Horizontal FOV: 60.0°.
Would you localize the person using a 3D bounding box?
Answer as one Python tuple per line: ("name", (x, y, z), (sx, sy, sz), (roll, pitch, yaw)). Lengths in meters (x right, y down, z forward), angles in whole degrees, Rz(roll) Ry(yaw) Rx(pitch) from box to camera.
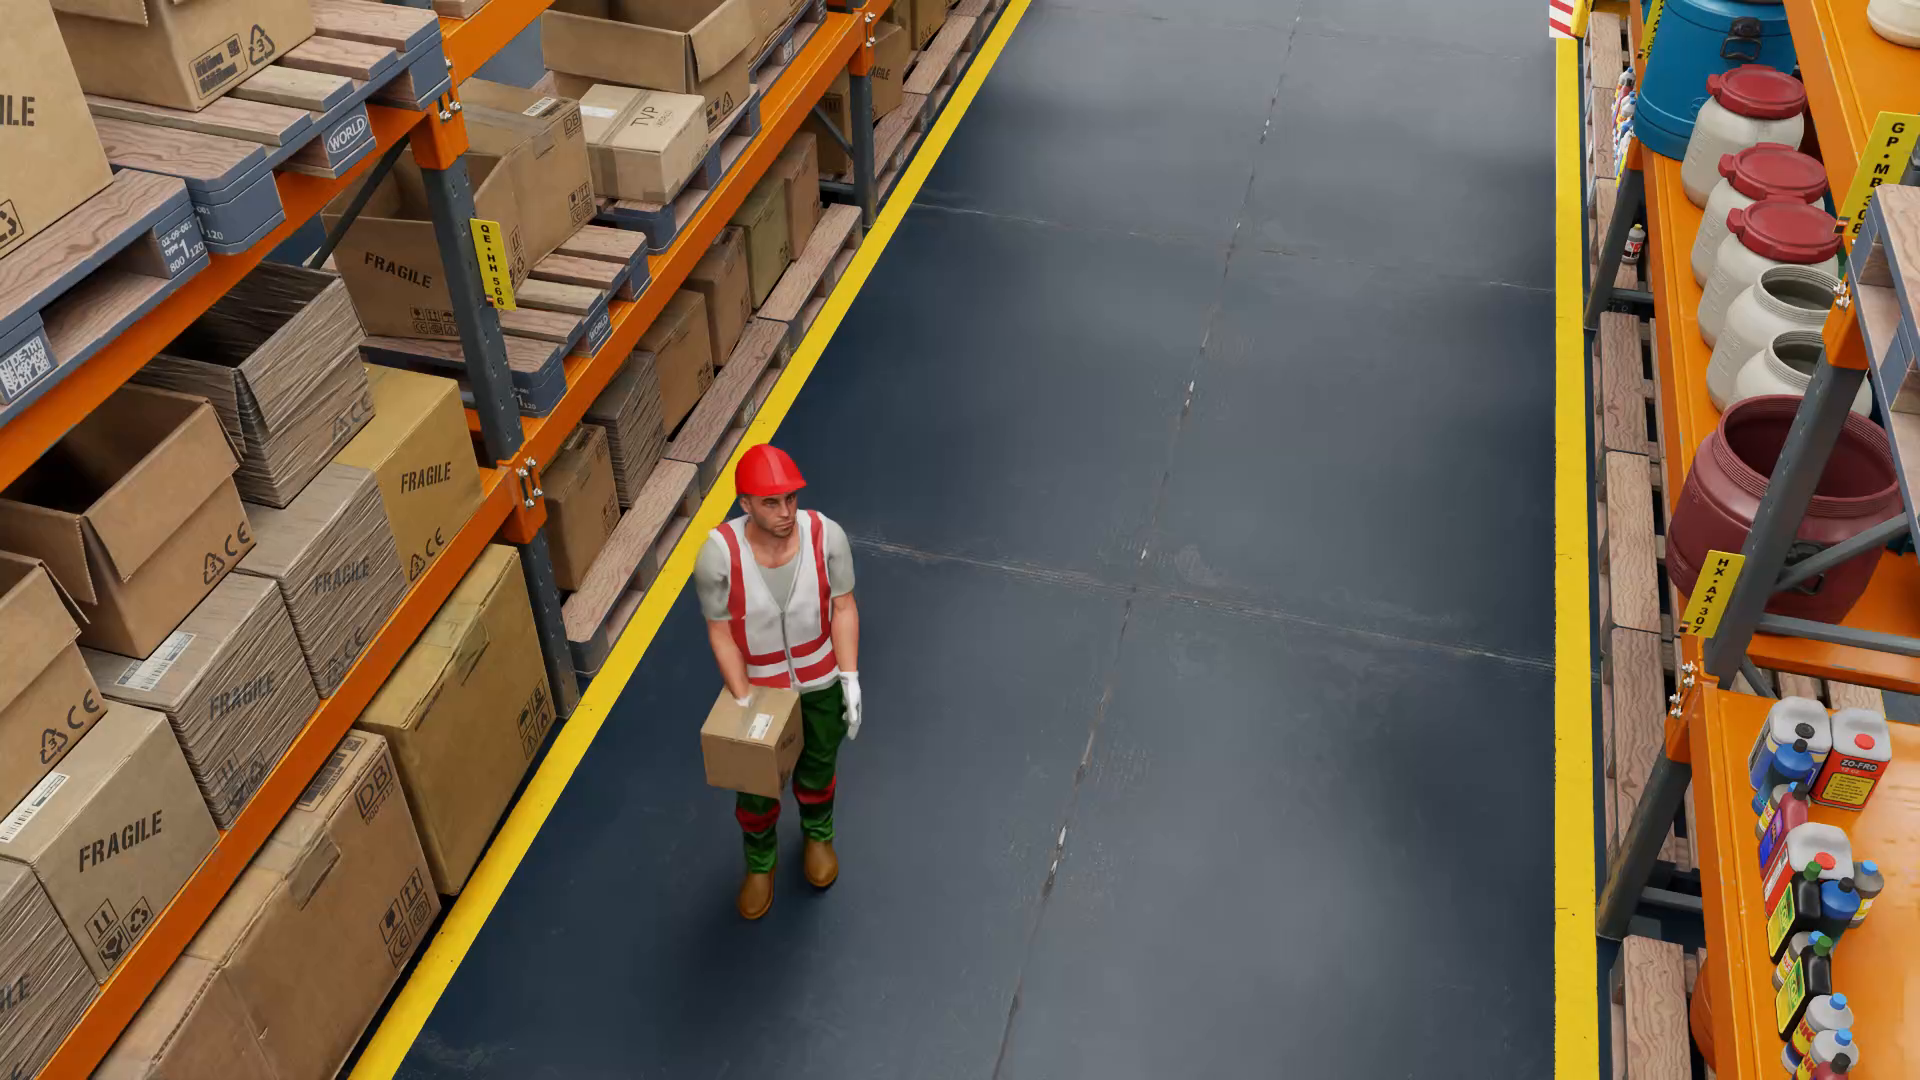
("person", (-0.583, 0.499, 5.550), (0.566, 1.791, 0.508), (-14, 43, -16))
